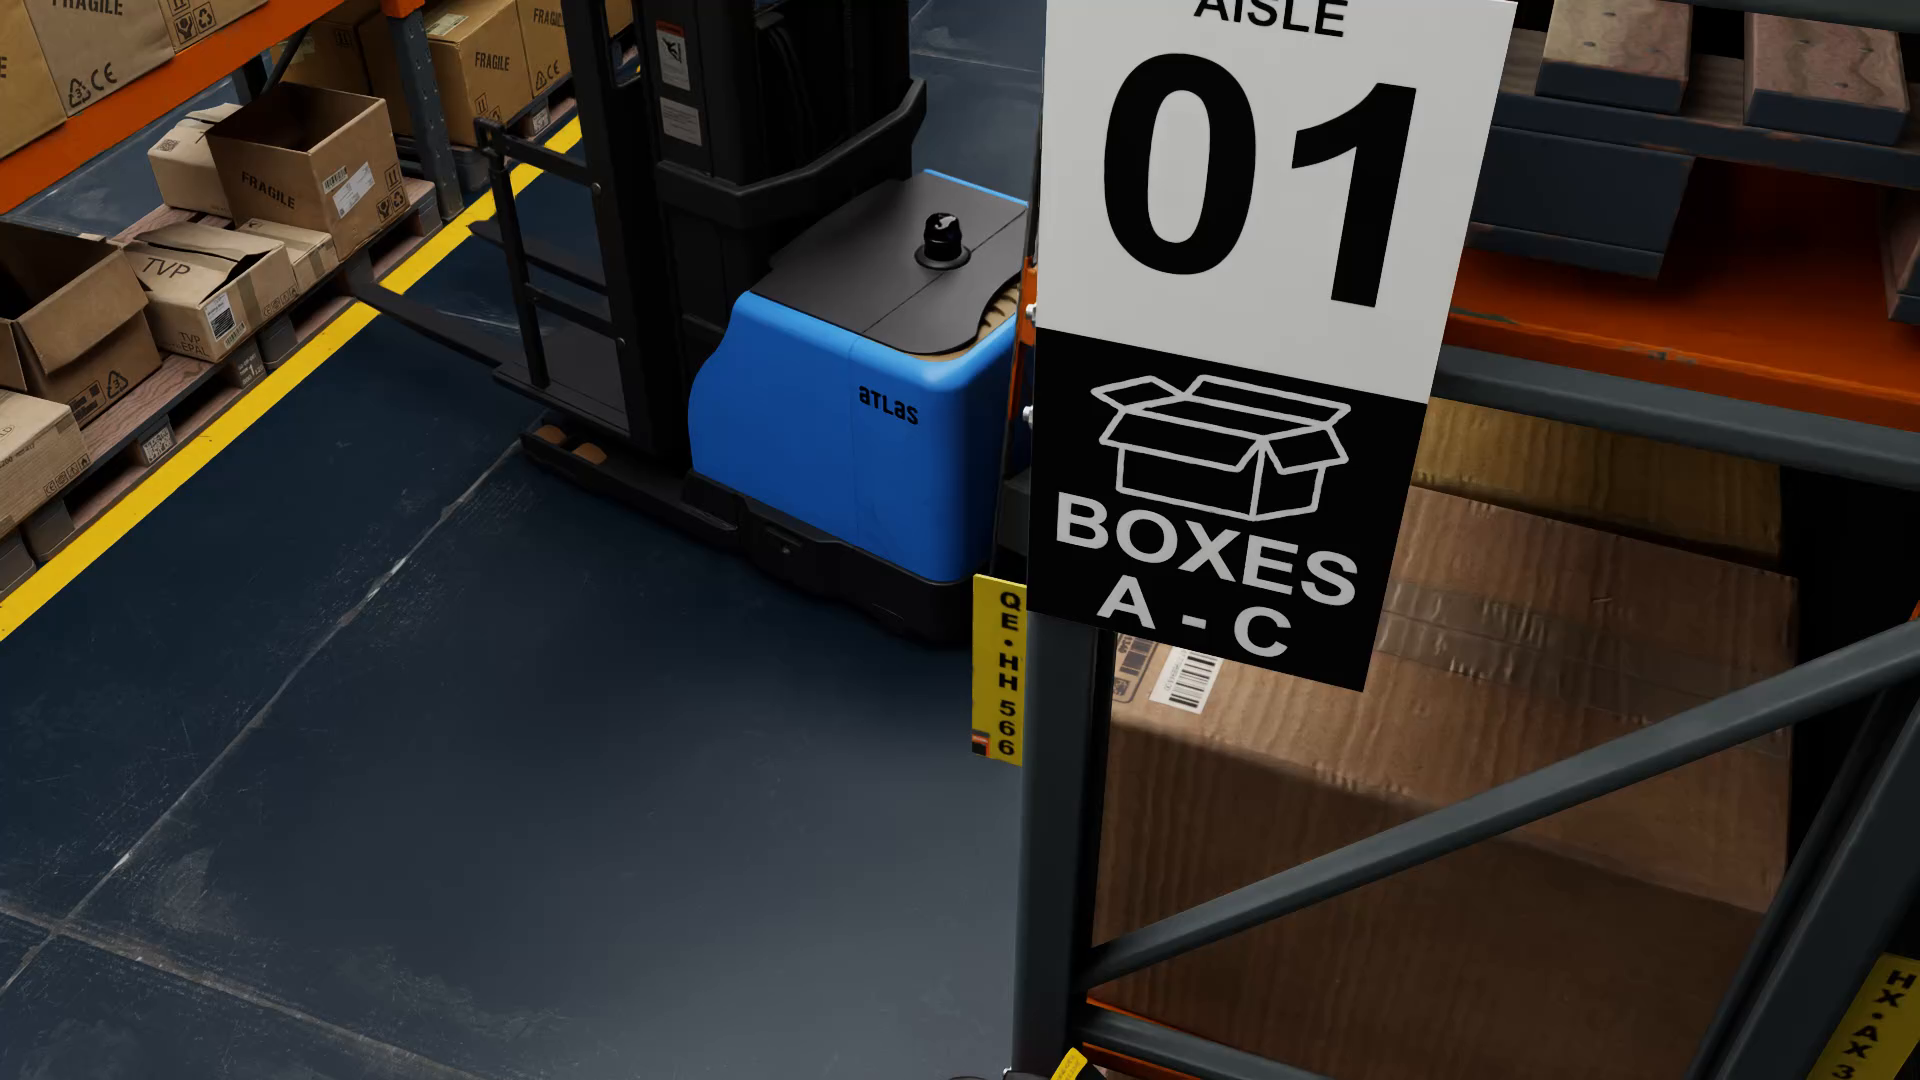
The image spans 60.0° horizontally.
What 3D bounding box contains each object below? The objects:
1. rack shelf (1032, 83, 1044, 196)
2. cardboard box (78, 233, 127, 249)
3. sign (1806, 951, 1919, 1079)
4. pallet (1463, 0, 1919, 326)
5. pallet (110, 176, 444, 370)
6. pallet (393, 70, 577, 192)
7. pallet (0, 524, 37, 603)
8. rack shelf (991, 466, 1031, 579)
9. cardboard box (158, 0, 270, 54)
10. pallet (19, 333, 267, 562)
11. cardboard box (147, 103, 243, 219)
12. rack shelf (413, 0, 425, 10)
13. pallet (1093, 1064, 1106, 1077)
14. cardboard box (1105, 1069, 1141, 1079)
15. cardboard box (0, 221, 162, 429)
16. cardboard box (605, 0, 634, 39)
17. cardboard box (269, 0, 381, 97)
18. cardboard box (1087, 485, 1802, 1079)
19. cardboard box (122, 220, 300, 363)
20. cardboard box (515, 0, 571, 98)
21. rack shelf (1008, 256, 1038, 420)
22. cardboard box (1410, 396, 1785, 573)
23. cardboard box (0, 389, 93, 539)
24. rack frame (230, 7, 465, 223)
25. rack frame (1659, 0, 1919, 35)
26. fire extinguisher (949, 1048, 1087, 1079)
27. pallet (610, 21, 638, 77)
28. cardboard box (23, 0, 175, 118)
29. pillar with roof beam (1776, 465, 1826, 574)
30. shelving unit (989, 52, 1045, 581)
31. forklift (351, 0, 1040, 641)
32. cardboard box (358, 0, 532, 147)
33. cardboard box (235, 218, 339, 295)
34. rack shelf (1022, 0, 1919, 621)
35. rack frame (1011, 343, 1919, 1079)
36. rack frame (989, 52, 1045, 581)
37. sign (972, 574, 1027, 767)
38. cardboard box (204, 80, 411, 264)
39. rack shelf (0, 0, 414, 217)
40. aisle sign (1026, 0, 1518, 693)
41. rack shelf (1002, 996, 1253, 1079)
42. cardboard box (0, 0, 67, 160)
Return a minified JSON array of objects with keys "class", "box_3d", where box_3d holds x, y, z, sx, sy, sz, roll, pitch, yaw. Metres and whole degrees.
[{"class":"rack shelf","box_3d":[0.528,-1.133,4.374,0.480,0.518,0.431,27,40,28]},{"class":"cardboard box","box_3d":[-3.353,-1.052,6.516,0.380,0.166,0.250,13,42,15]},{"class":"sign","box_3d":[1.089,0.604,2.003,0.100,0.325,0.005,13,42,15]},{"class":"pallet","box_3d":[0.813,-0.725,2.046,1.003,0.211,1.213,13,42,15]},{"class":"pallet","box_3d":[-2.955,-1.221,7.018,1.003,0.211,1.213,13,42,15]},{"class":"pallet","box_3d":[-2.477,-2.144,8.100,1.003,0.211,1.213,13,42,15]},{"class":"pallet","box_3d":[-3.790,0.268,5.274,1.003,0.211,1.213,13,42,15]},{"class":"rack shelf","box_3d":[0.420,0.021,5.159,0.480,0.518,0.431,27,40,28]},{"class":"cardboard box","box_3d":[-2.824,-2.062,5.778,0.500,0.500,0.500,14,43,16]},{"class":"pallet","box_3d":[-3.371,-0.474,6.143,1.003,0.211,1.213,13,42,15]},{"class":"cardboard box","box_3d":[-3.066,-1.637,7.090,0.500,0.311,0.500,13,42,15]},{"class":"rack shelf","box_3d":[-2.036,-3.646,8.267,1.077,0.370,4.000,13,42,15]},{"class":"pallet","box_3d":[0.769,1.393,3.955,1.003,0.211,1.213,13,42,15]},{"class":"cardboard box","box_3d":[0.714,1.179,3.660,0.700,0.500,0.500,13,42,15]},{"class":"cardboard box","box_3d":[-3.357,-0.771,5.927,0.797,0.503,0.637,13,42,15]},{"class":"cardboard box","box_3d":[-1.975,-2.788,8.294,0.500,0.500,0.500,14,42,16]},{"class":"cardboard box","box_3d":[-2.820,-2.281,7.700,0.500,0.500,0.500,13,42,15]},{"class":"cardboard box","box_3d":[0.734,0.409,2.728,0.980,0.700,0.700,15,43,17]},{"class":"cardboard box","box_3d":[-2.904,-0.977,6.316,0.500,0.311,0.500,13,42,15]},{"class":"cardboard box","box_3d":[-2.153,-2.485,7.939,0.500,0.500,0.500,14,42,16]},{"class":"rack shelf","box_3d":[0.474,-0.556,4.767,0.480,0.518,0.431,27,40,28]},{"class":"cardboard box","box_3d":[0.972,-0.037,3.251,0.980,0.700,0.700,13,42,15]},{"class":"cardboard box","box_3d":[-3.293,-0.260,5.524,0.500,0.250,0.500,13,42,15]},{"class":"rack frame","box_3d":[-2.719,-2.700,6.604,1.000,3.000,0.127,13,42,15]},{"class":"rack frame","box_3d":[0.569,-1.446,0.511,1.000,3.000,0.127,13,42,15]},{"class":"fire extinguisher","box_3d":[0.084,0.998,2.617,0.296,0.674,0.183,13,42,15]},{"class":"pallet","box_3d":[-2.061,-2.890,8.975,1.003,0.211,1.213,13,42,15]},{"class":"cardboard box","box_3d":[-2.998,-1.748,5.410,0.500,0.500,0.500,14,42,16]},{"class":"pillar with roof beam","box_3d":[-1.535,-4.222,3.765,9.100,9.000,0.400,13,42,15]},{"class":"shelving unit","box_3d":[0.475,-0.567,4.759,0.503,2.100,0.431,27,40,28]},{"class":"forklift","box_3d":[-0.970,-1.551,5.309,3.031,2.935,1.130,24,46,26]},{"class":"cardboard box","box_3d":[-2.325,-2.157,7.555,0.500,0.500,0.500,11,42,13]},{"class":"cardboard box","box_3d":[-2.720,-1.130,6.621,0.380,0.149,0.250,13,42,15]},{"class":"rack shelf","box_3d":[1.253,-1.251,3.148,1.077,0.370,4.000,13,42,15]},{"class":"rack frame","box_3d":[0.569,0.837,2.458,1.000,3.000,0.127,13,42,15]},{"class":"rack frame","box_3d":[0.283,-0.664,4.875,0.015,2.100,0.400,27,40,28]},{"class":"sign","box_3d":[0.064,0.177,2.157,0.100,0.325,0.005,13,42,15]},{"class":"cardboard box","box_3d":[-2.648,-1.506,6.791,0.500,0.500,0.500,13,42,15]},{"class":"rack shelf","box_3d":[-3.403,-1.207,5.407,1.077,0.370,4.000,13,42,15]},{"class":"aisle sign","box_3d":[0.263,-0.175,1.641,0.394,0.787,0.004,13,42,15]},{"class":"rack shelf","box_3d":[1.253,-0.109,4.121,1.077,0.370,4.000,13,42,15]},{"class":"cardboard box","box_3d":[-3.169,-1.436,5.046,0.500,0.500,0.500,14,42,16]}]
